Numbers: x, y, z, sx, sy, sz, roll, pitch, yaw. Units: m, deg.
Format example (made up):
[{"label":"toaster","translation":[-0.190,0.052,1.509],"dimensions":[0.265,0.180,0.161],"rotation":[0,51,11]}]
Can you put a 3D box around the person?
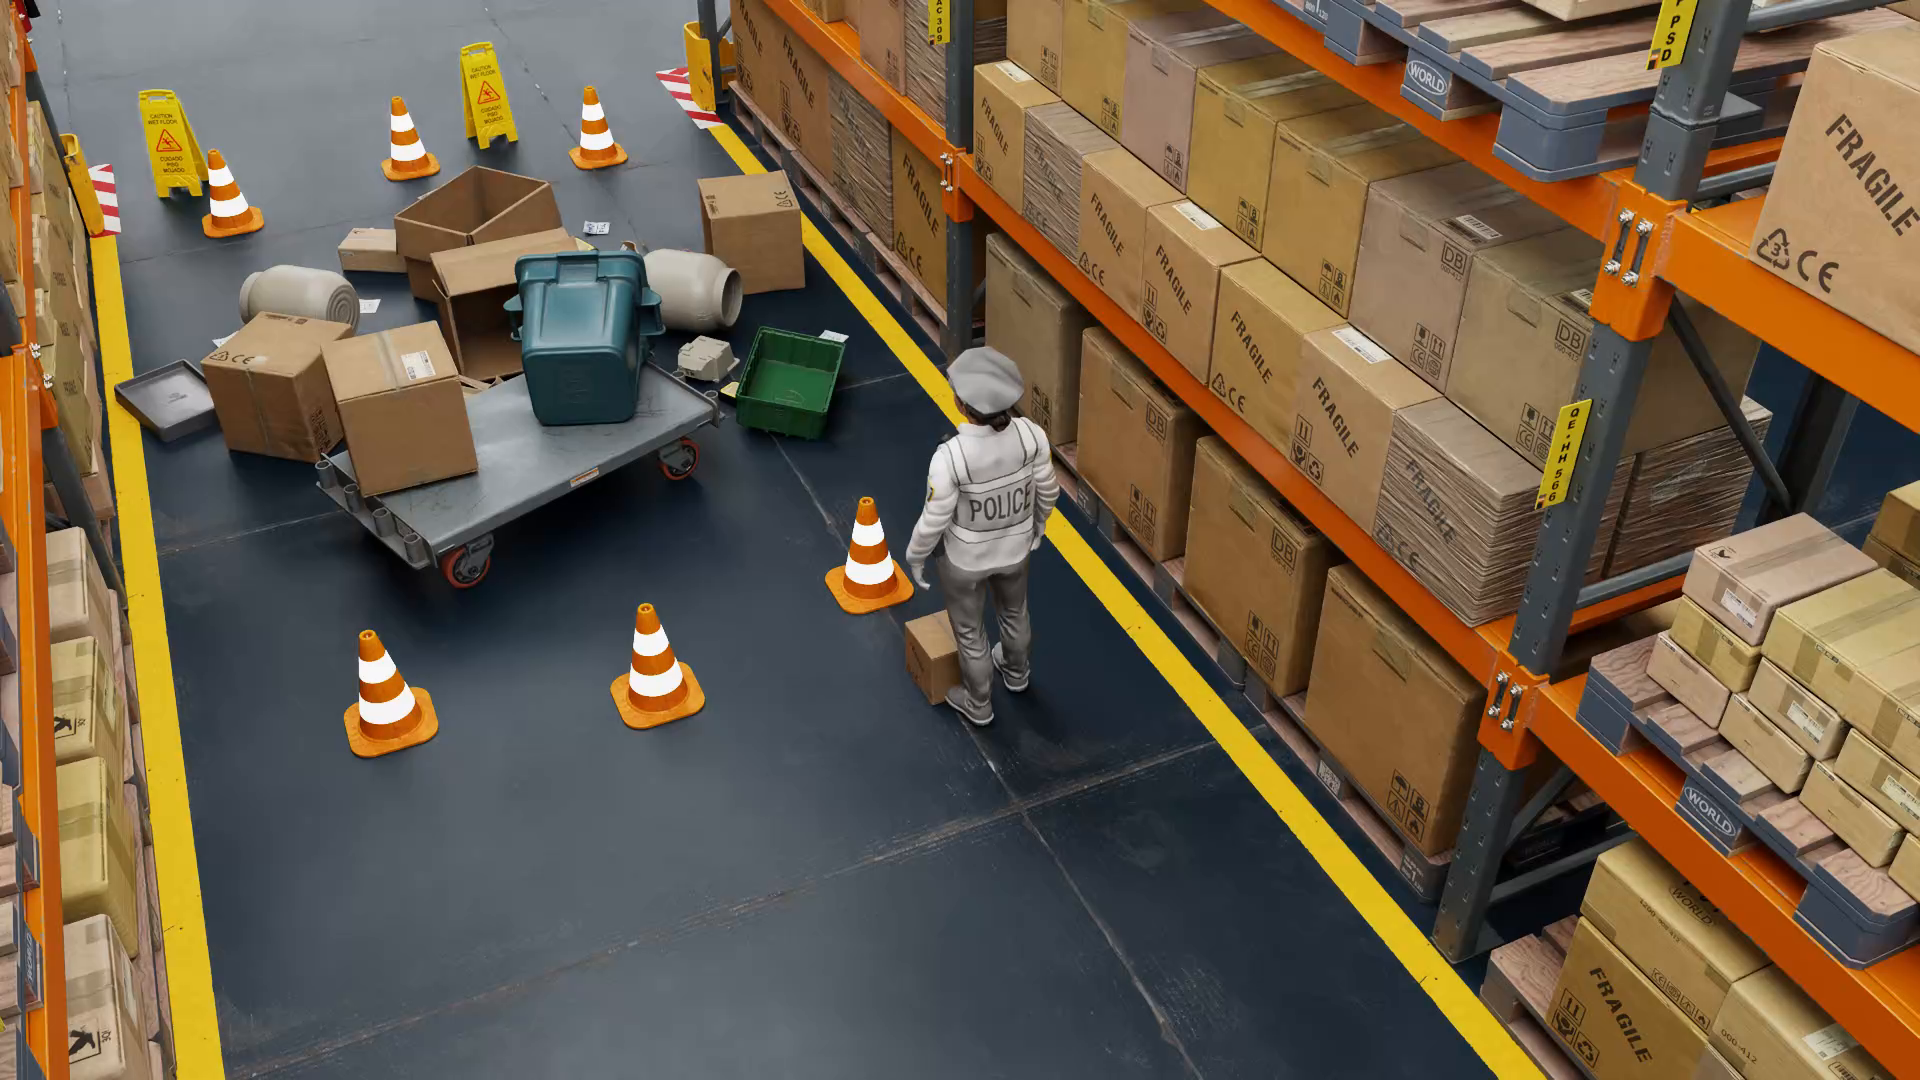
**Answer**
[{"label":"person","translation":[0.058,-0.010,6.122],"dimensions":[0.587,1.694,0.529],"rotation":[-16,40,-20]}]
